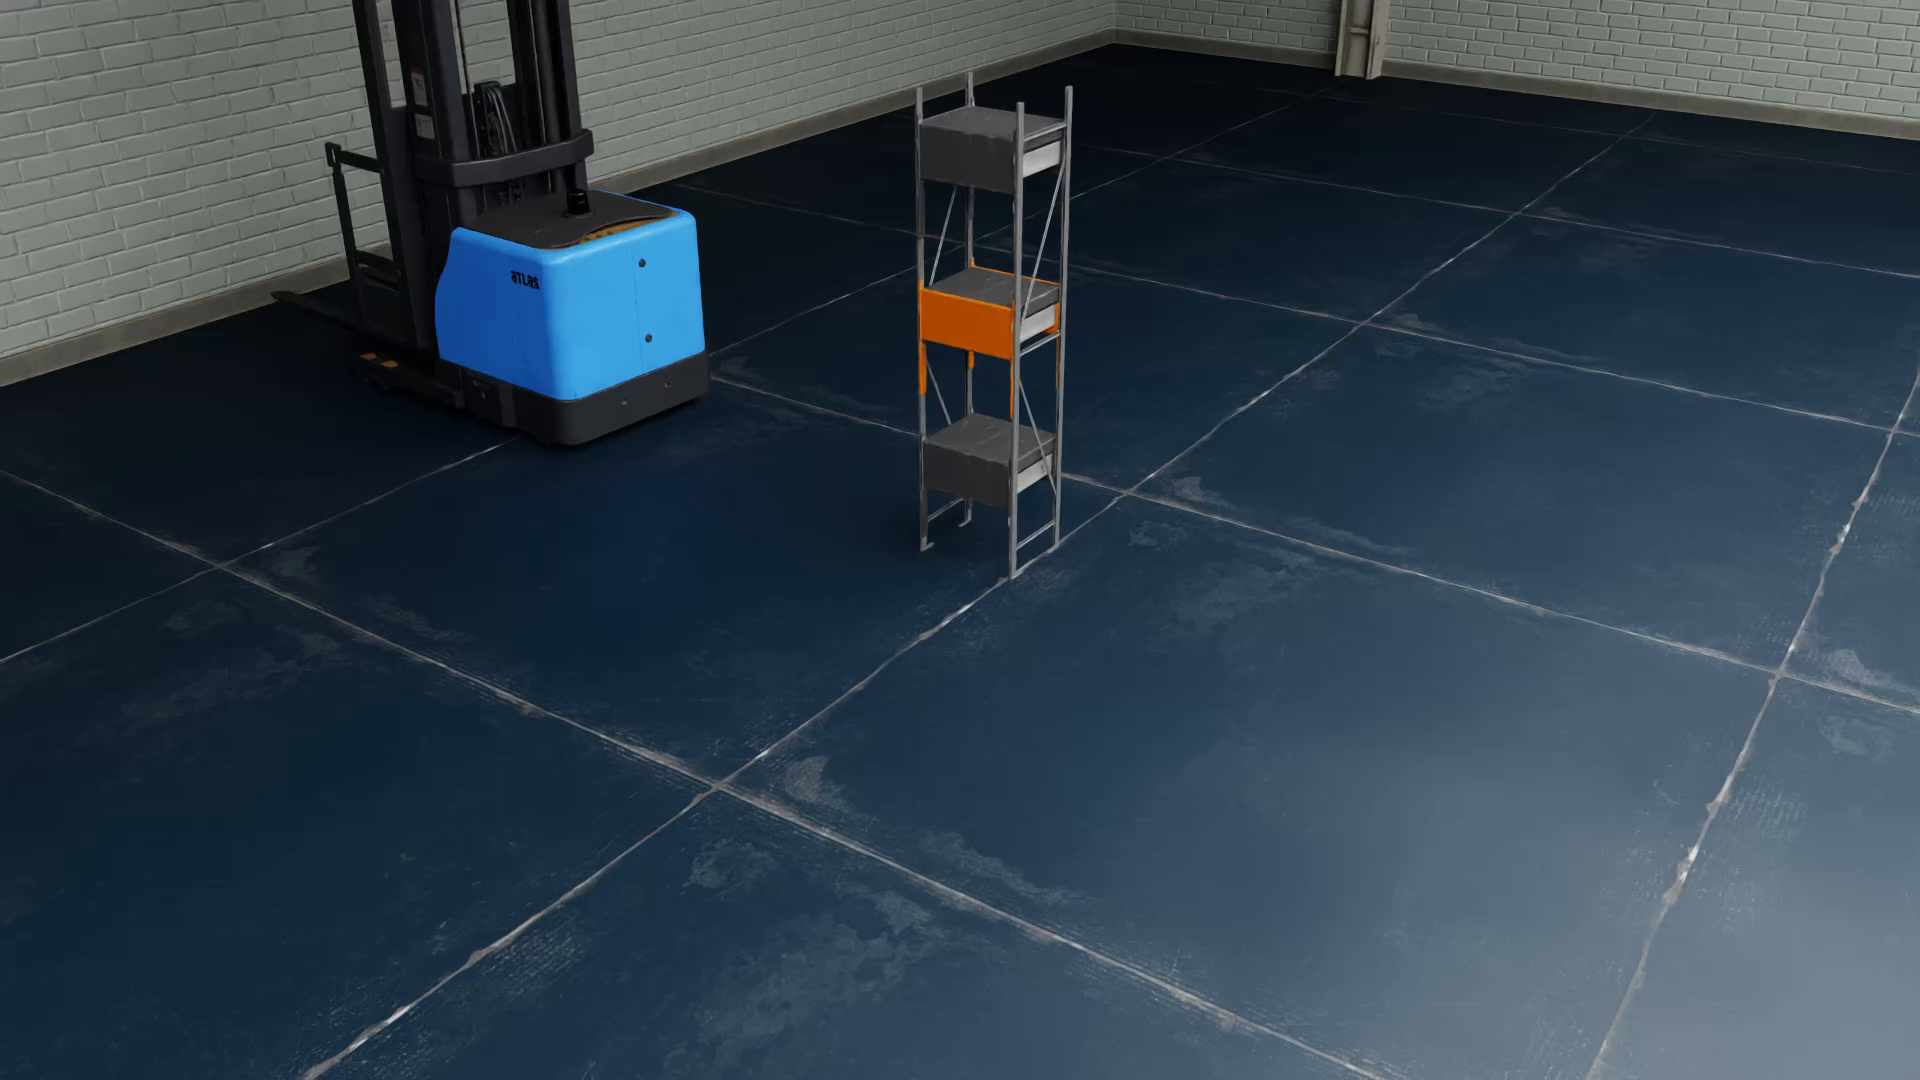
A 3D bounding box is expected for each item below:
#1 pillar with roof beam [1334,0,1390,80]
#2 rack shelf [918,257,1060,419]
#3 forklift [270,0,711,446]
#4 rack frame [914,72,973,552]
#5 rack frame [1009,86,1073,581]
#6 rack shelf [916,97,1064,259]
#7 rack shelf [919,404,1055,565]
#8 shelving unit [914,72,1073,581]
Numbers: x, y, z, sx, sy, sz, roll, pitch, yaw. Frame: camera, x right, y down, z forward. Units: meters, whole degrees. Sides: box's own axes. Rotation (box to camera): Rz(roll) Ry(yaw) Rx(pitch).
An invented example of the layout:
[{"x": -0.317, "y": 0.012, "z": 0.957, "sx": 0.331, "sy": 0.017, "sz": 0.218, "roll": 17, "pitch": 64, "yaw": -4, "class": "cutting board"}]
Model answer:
[{"x": 1.679, "y": -7.210, "z": 11.996, "sx": 0.400, "sy": 9.000, "sz": 9.100, "roll": 17, "pitch": 32, "yaw": 30, "class": "pillar with roof beam"}, {"x": 0.136, "y": -0.881, "z": 7.196, "sx": 0.480, "sy": 0.518, "sz": 0.431, "roll": 17, "pitch": 32, "yaw": 30, "class": "rack shelf"}, {"x": -2.855, "y": -2.323, "z": 9.084, "sx": 3.031, "sy": 2.935, "sz": 1.130, "roll": 20, "pitch": 33, "yaw": 33, "class": "forklift"}, {"x": -0.065, "y": -0.956, "z": 7.313, "sx": 0.015, "sy": 2.100, "sz": 0.400, "roll": 17, "pitch": 32, "yaw": 30, "class": "rack frame"}, {"x": 0.338, "y": -0.831, "z": 7.067, "sx": 0.015, "sy": 2.100, "sz": 0.400, "roll": 17, "pitch": 32, "yaw": 30, "class": "rack frame"}, {"x": 0.136, "y": -1.505, "z": 6.879, "sx": 0.480, "sy": 0.518, "sz": 0.431, "roll": 17, "pitch": 32, "yaw": 30, "class": "rack shelf"}, {"x": 0.136, "y": -0.257, "z": 7.514, "sx": 0.480, "sy": 0.518, "sz": 0.431, "roll": 17, "pitch": 32, "yaw": 30, "class": "rack shelf"}, {"x": 0.136, "y": -0.893, "z": 7.190, "sx": 0.503, "sy": 2.100, "sz": 0.431, "roll": 17, "pitch": 32, "yaw": 30, "class": "shelving unit"}]
